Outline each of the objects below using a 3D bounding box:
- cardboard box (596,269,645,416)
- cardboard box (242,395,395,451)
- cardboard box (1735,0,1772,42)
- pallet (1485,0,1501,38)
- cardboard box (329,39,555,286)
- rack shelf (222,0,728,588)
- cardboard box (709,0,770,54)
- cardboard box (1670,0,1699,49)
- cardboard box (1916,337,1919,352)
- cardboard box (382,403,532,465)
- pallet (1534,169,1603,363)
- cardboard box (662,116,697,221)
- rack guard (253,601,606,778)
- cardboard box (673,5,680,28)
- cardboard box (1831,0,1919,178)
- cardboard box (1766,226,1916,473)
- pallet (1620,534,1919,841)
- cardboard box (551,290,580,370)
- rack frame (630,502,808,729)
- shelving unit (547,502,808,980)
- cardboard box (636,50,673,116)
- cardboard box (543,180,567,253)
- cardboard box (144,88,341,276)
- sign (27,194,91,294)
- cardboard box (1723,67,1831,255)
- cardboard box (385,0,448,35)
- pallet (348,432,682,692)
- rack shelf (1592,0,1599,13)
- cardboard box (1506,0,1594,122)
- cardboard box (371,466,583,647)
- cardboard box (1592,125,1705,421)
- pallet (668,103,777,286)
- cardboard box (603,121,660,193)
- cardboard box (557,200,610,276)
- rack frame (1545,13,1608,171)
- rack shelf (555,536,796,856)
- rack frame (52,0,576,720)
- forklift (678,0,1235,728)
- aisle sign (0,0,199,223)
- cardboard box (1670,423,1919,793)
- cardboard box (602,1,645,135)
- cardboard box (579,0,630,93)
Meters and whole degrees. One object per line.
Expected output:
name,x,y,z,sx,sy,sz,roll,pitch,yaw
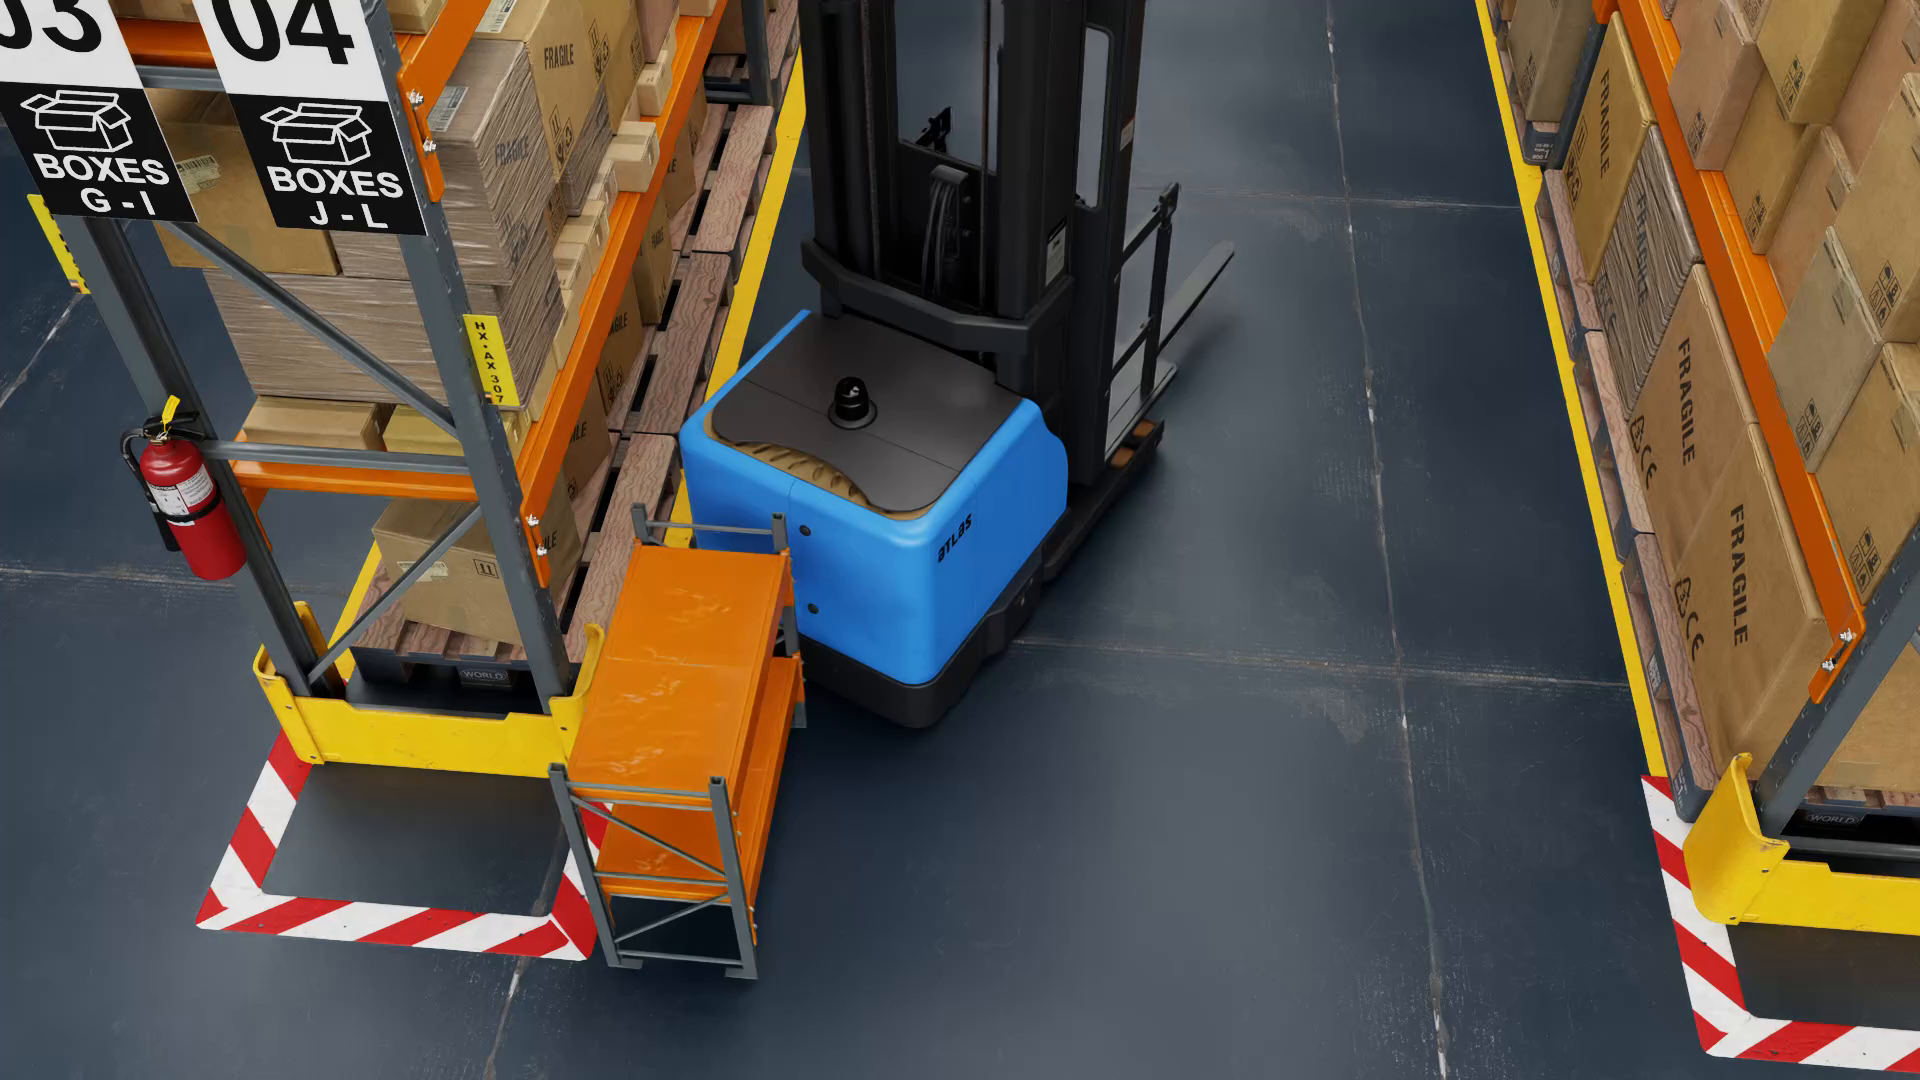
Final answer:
cardboard box,-1.671,-0.896,6.972,0.500,0.500,0.500,8,48,7
cardboard box,-2.020,-0.378,5.260,0.380,0.149,0.250,4,48,4
cardboard box,3.266,-2.118,5.847,0.875,0.550,0.550,4,48,4
pallet,3.558,-3.301,9.652,1.003,0.211,1.213,4,48,4
cardboard box,-1.519,-1.097,4.800,0.500,0.500,0.500,4,48,4
rack shelf,-1.658,-1.467,6.572,1.077,0.370,4.000,4,48,4
cardboard box,-1.399,-2.934,8.822,0.700,0.500,0.500,1,48,1
cardboard box,3.405,-2.144,6.603,0.875,0.550,0.550,4,48,4
cardboard box,3.162,-0.517,4.383,0.875,0.550,0.550,4,48,4
cardboard box,-1.577,-0.349,5.232,0.380,0.149,0.250,4,48,4
pallet,3.307,-1.277,7.801,1.003,0.211,1.213,4,48,4
cardboard box,-1.597,-1.765,7.767,0.500,0.500,0.500,18,50,16
rack guard,-1.834,0.548,5.936,1.175,0.500,0.348,4,48,4
cardboard box,-1.384,-2.188,6.915,0.380,0.149,0.250,4,48,4
cardboard box,3.306,-1.330,5.126,0.875,0.550,0.550,4,48,4
cardboard box,3.107,-0.564,5.157,0.875,0.550,0.550,4,48,4
pallet,3.084,0.516,6.161,1.003,0.211,1.213,4,48,4
cardboard box,-1.498,-0.714,5.566,0.380,0.149,0.250,4,48,4
rack frame,-0.812,0.287,5.750,0.500,1.125,0.032,4,48,4
shelving unit,-0.860,0.660,5.408,0.538,1.125,1.048,4,48,4
cardboard box,-1.354,-1.815,6.574,0.380,0.149,0.250,4,48,4
cardboard box,-1.837,-1.152,5.527,0.875,0.500,0.500,4,48,4
cardboard box,-2.037,-1.132,4.832,0.500,0.500,0.500,4,48,4
sign,-2.392,-0.789,4.466,0.100,0.325,0.005,4,48,4
cardboard box,3.290,-1.359,5.885,0.875,0.550,0.500,4,48,4
cardboard box,-1.539,-1.538,4.219,0.500,0.250,0.500,5,48,5
pallet,-1.725,0.051,6.586,1.003,0.211,1.213,4,48,4
rack shelf,3.636,-3.998,8.888,1.077,0.370,4.000,4,48,4
cardboard box,3.421,-2.616,8.376,1.050,0.750,0.750,4,48,3
cardboard box,-1.767,0.004,6.149,0.500,0.500,0.500,12,49,11
cardboard box,3.249,-1.076,6.883,0.875,0.875,0.875,4,48,4
pallet,-1.502,-1.742,8.226,1.003,0.211,1.213,4,48,4
cardboard box,-1.344,-1.444,6.234,0.380,0.149,0.250,4,48,4
cardboard box,-1.466,-1.082,5.903,0.380,0.149,0.250,4,48,4
rack frame,3.454,-2.771,7.278,1.000,3.000,0.127,4,48,4
rack shelf,-0.859,0.463,5.192,0.538,0.278,1.000,4,48,4
rack frame,-1.841,-0.240,4.963,1.000,3.000,0.127,4,48,4
forklift,0.210,-1.383,6.054,1.130,2.935,3.031,24,52,20
aisle sign,-2.145,-1.092,3.980,0.394,0.787,0.004,4,48,4
cardboard box,3.085,0.241,5.678,0.875,0.875,0.875,4,48,4
cardboard box,-1.691,-1.883,6.196,0.875,0.500,0.500,4,48,4
cardboard box,-1.422,-1.832,5.472,0.500,0.500,0.500,4,48,4
